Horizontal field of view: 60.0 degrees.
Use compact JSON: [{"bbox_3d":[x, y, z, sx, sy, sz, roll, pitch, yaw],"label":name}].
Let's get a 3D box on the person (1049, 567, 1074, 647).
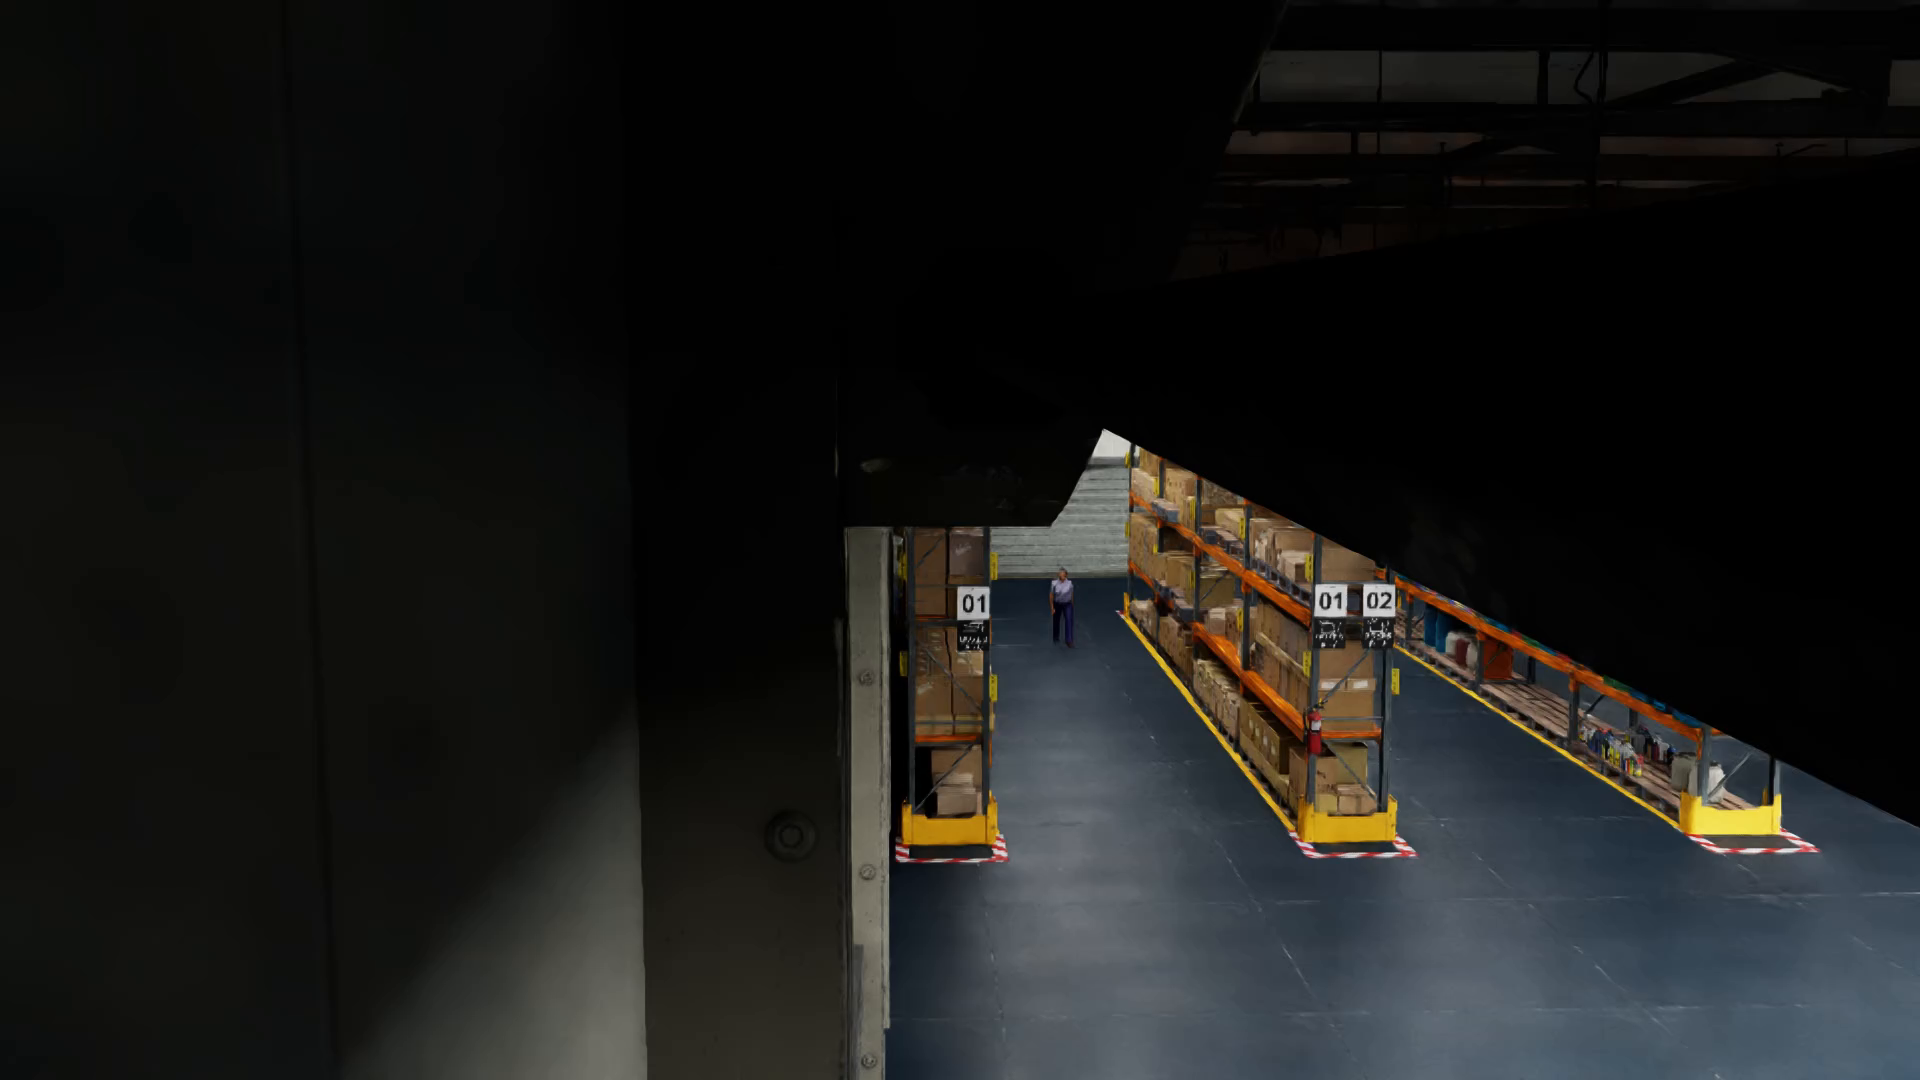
[{"bbox_3d":[2.017,1.310,33.078,0.479,1.567,1.070,0,7,0],"label":"person"}]
